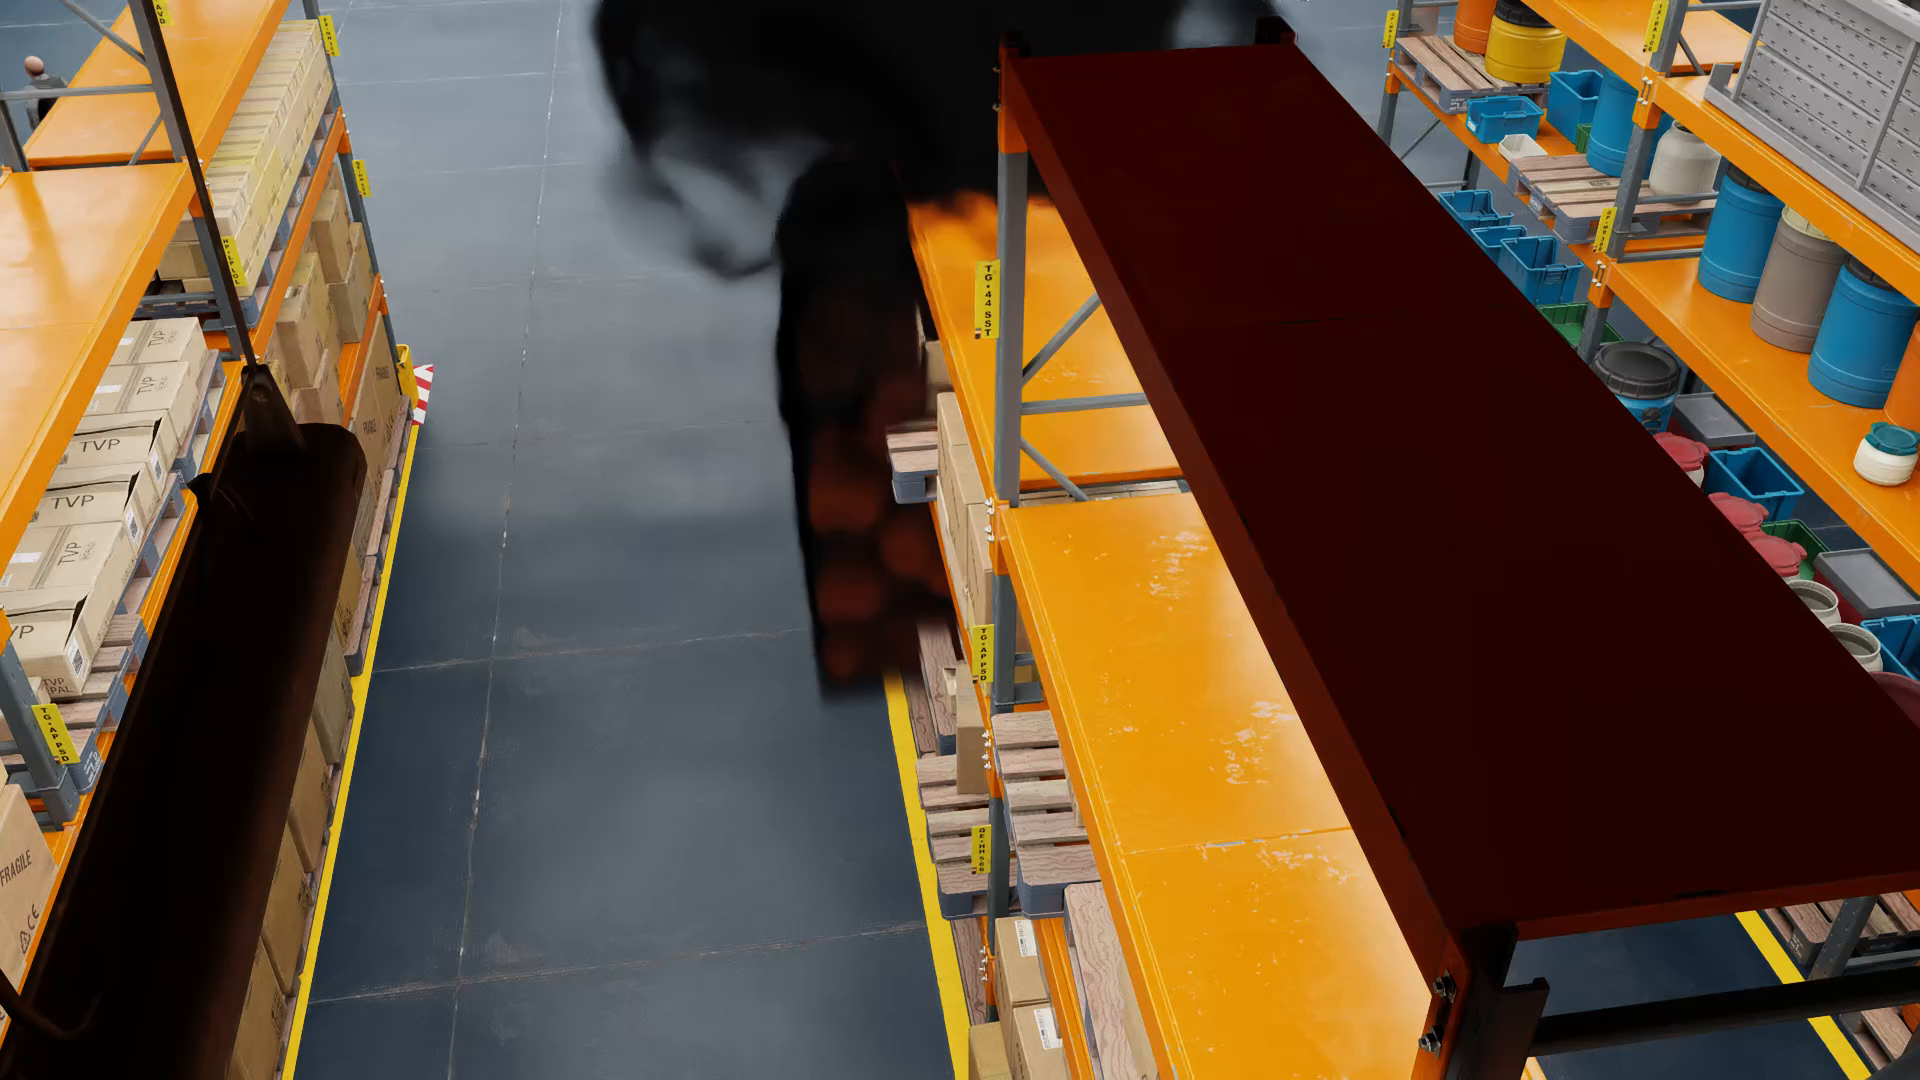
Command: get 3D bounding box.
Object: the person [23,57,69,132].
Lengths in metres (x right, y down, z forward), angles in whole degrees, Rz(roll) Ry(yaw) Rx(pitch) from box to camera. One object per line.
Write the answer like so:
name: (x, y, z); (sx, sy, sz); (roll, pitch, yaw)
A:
person: (-9.640, -4.298, 17.872); (0.853, 1.764, 0.678); (23, 42, 28)
